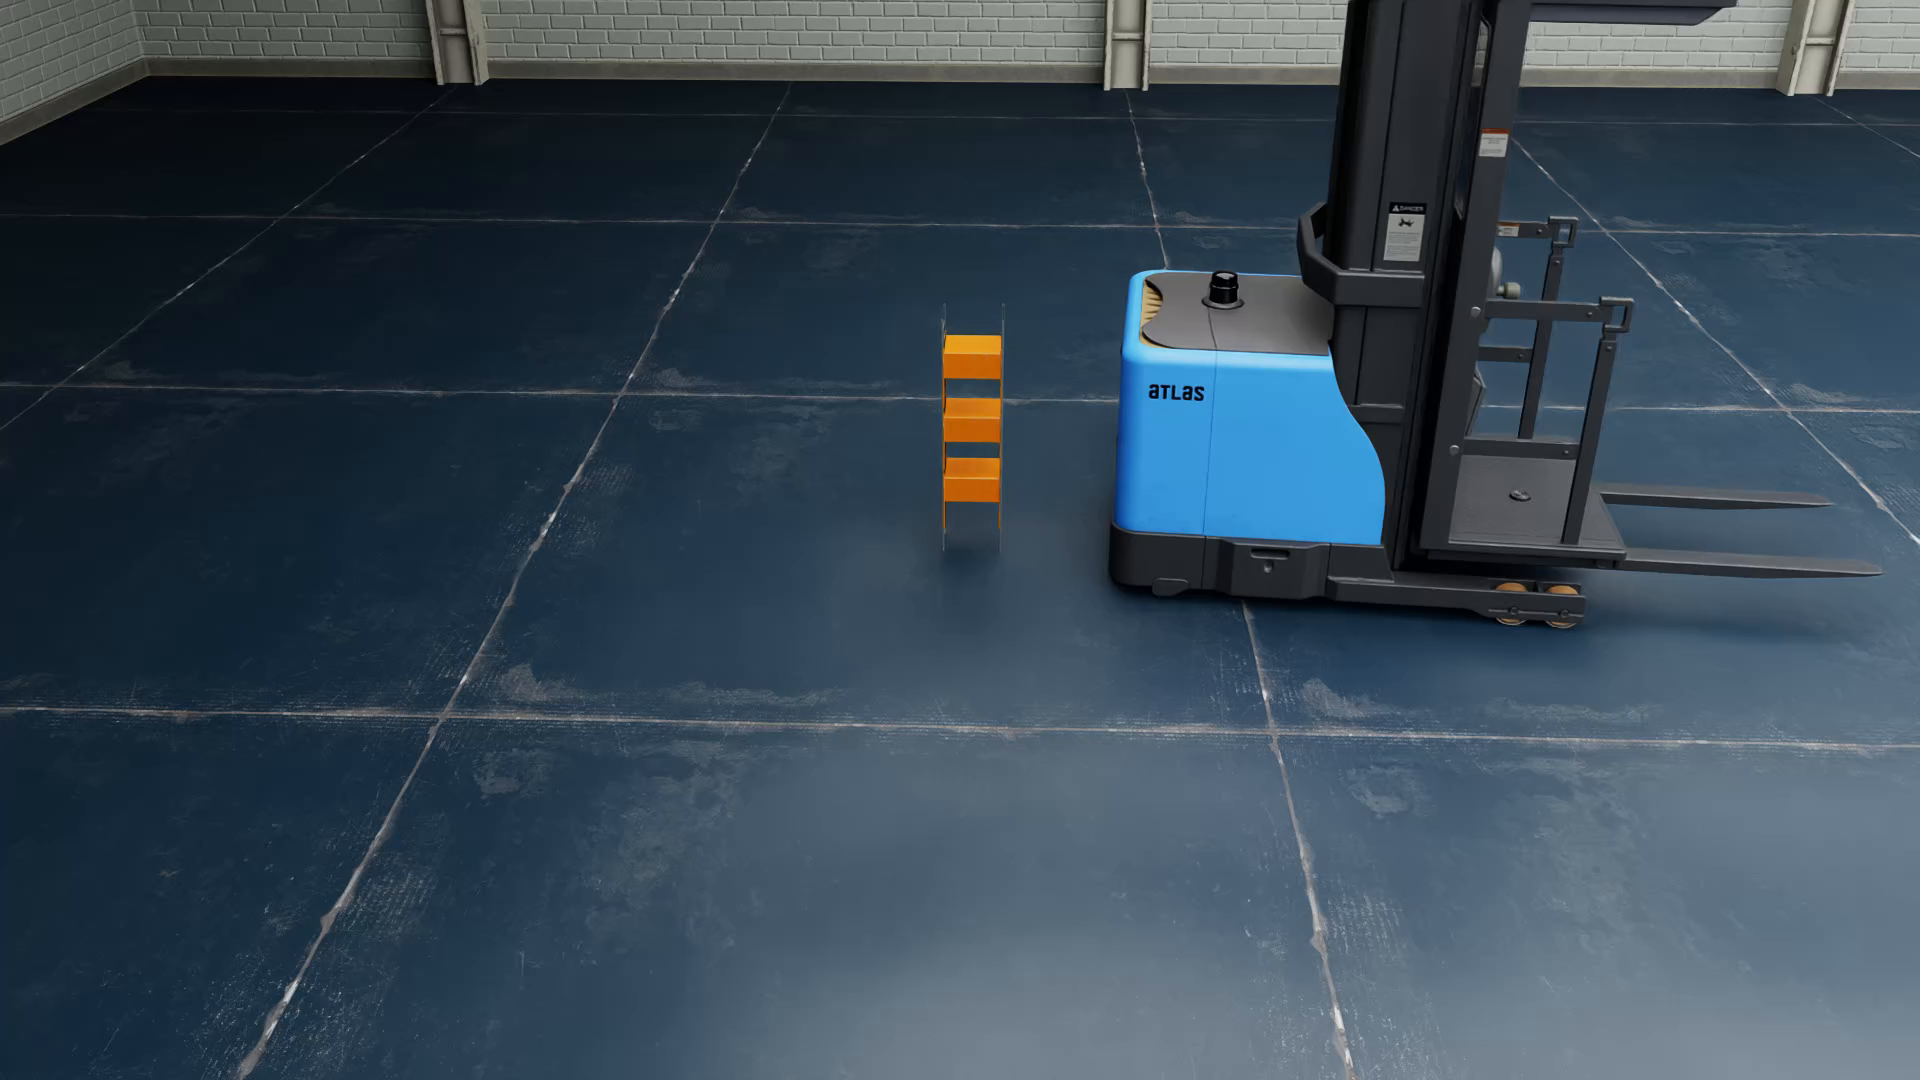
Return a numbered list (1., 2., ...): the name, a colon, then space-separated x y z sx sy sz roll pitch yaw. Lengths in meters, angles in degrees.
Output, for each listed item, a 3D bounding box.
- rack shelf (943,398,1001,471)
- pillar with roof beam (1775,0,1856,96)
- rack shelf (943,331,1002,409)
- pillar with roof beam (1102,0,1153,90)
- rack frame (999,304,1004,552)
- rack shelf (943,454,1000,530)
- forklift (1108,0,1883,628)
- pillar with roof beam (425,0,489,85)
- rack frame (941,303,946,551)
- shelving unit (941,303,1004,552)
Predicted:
1. rack shelf: 0.053 -0.454 7.007 0.240 0.259 0.215 1 28 2
2. pillar with roof beam: 7.326 -5.937 8.842 0.400 9.000 9.100 1 28 2
3. rack shelf: 0.053 -0.704 6.874 0.240 0.259 0.215 1 28 2
4. pillar with roof beam: 1.329 -6.036 9.029 0.400 9.000 9.100 1 28 2
5. rack frame: 0.175 -0.461 6.999 0.008 1.050 0.200 1 28 2
6. rack shelf: 0.053 -0.208 7.138 0.240 0.259 0.215 1 28 2
7. forklift: 2.165 -1.210 6.403 3.031 2.935 1.130 3 28 6
8. pillar with roof beam: -4.667 -6.135 9.216 0.400 9.000 9.100 1 28 2
9. rack frame: -0.068 -0.465 7.006 0.008 1.050 0.200 1 28 2
10. shelving unit: 0.053 -0.463 7.002 0.252 1.050 0.215 1 28 2
